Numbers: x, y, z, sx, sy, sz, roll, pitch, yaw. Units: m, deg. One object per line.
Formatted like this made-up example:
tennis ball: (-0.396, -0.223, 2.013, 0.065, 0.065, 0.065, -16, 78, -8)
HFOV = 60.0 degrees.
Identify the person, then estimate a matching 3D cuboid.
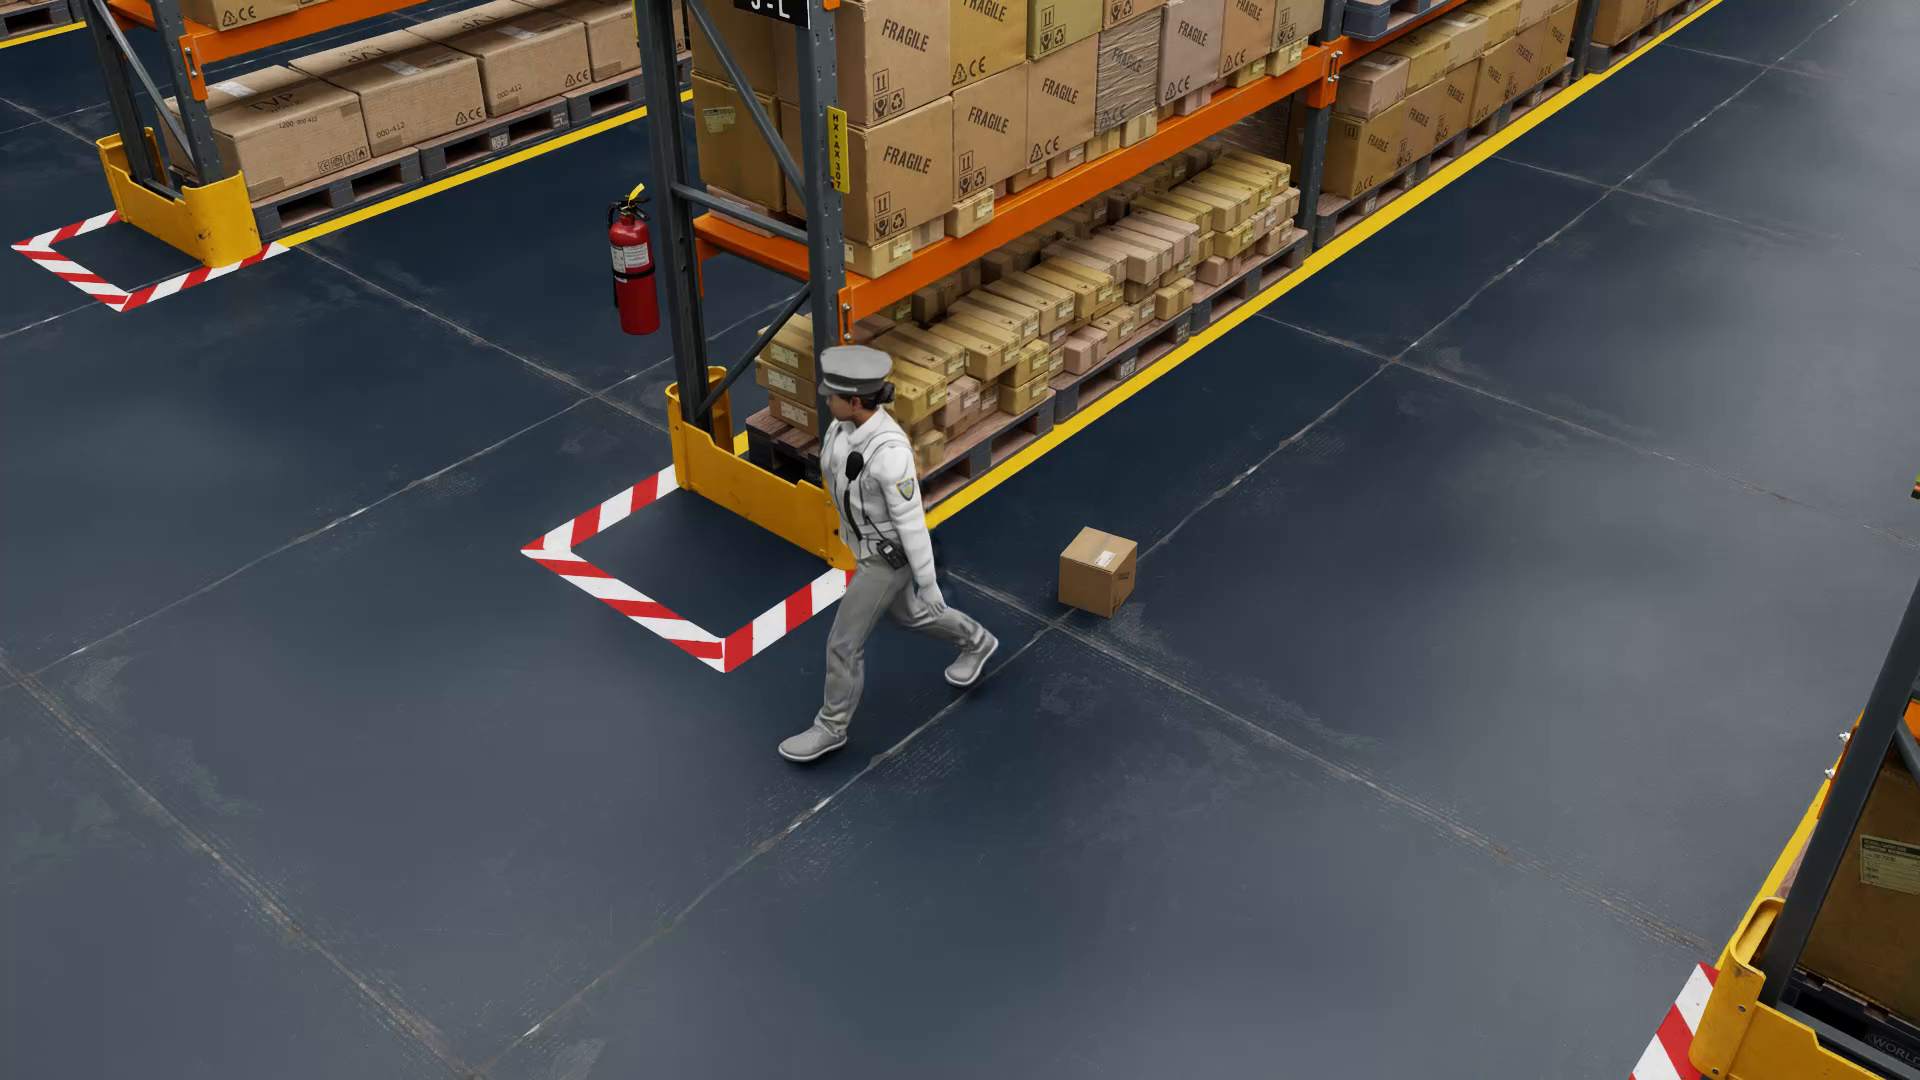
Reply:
person: (-0.274, 0.024, 6.122, 0.992, 1.608, 0.584, -14, 38, -19)
